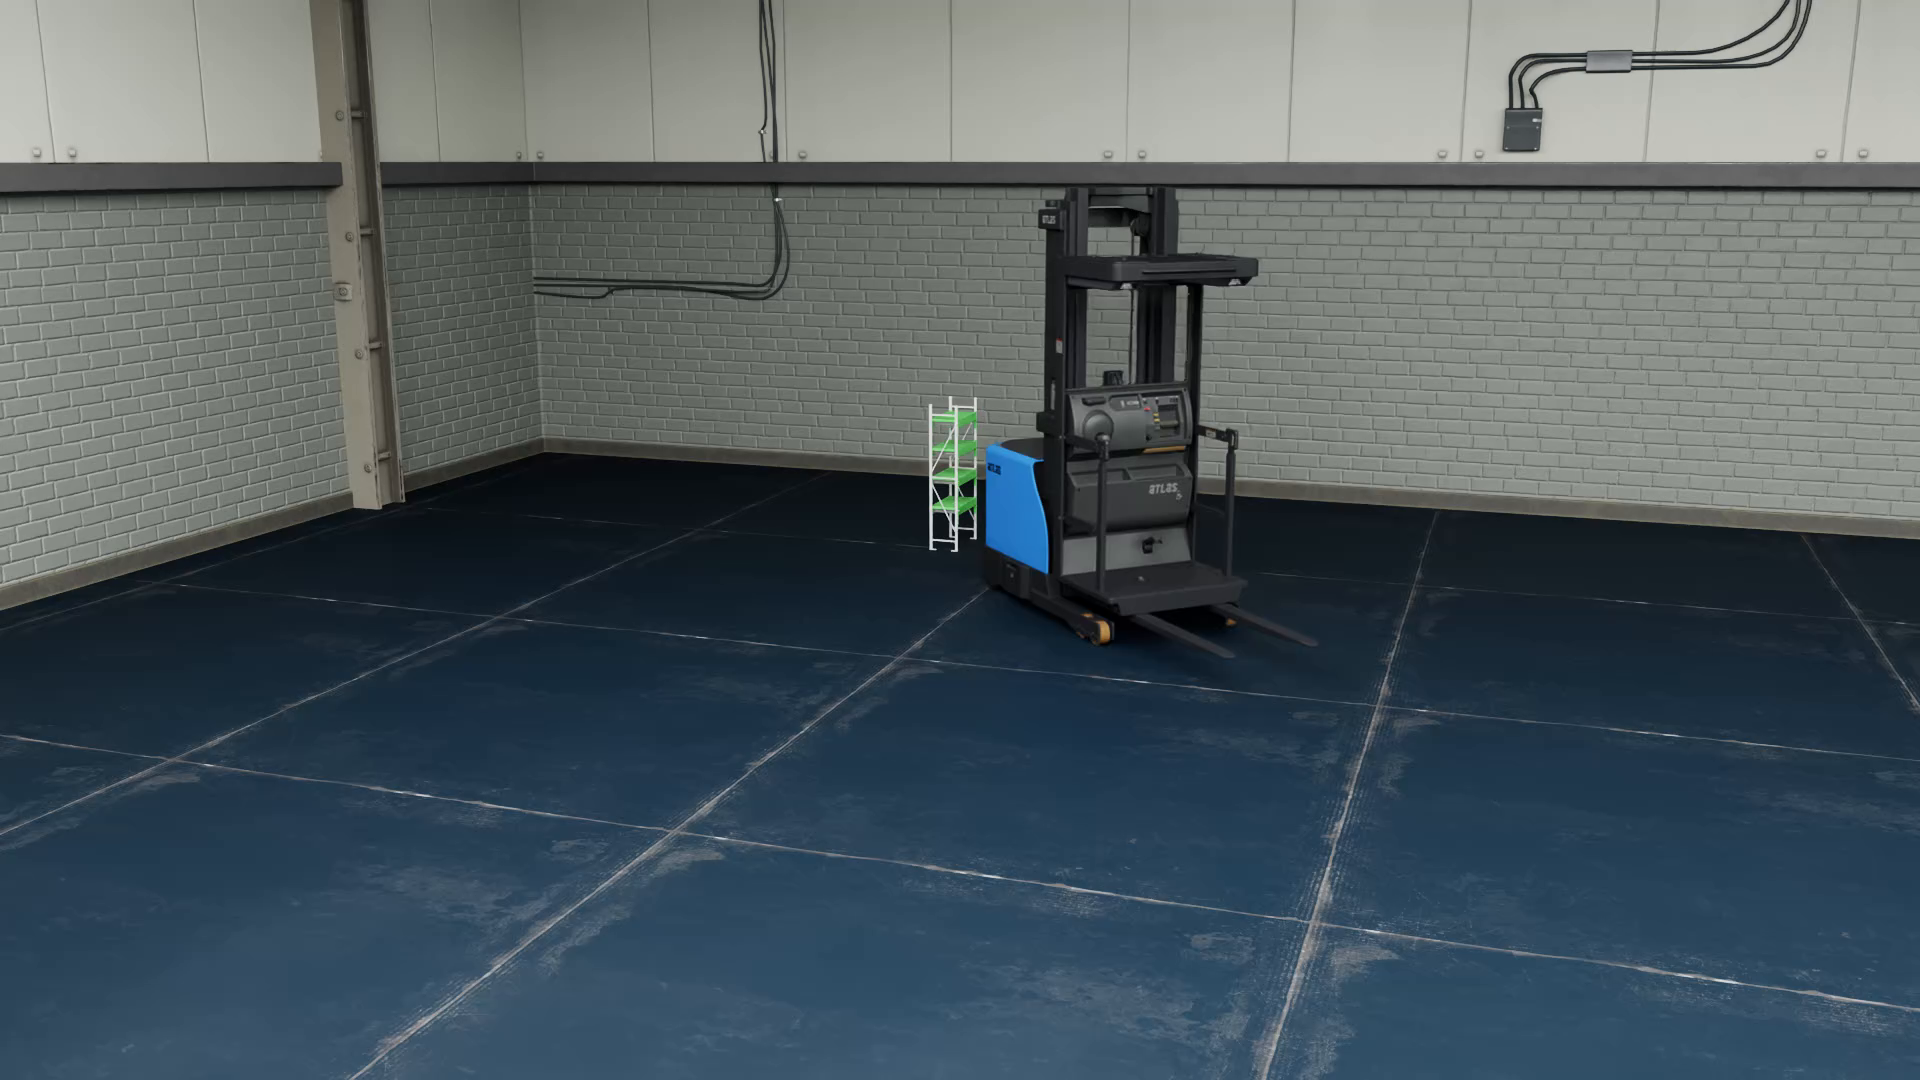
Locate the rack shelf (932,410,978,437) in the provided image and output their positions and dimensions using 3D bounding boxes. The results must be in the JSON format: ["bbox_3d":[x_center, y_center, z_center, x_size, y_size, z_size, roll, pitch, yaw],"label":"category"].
[{"bbox_3d":[-0.054,-0.956,13.609,0.258,0.148,0.480,4,14,18],"label":"rack shelf"}]

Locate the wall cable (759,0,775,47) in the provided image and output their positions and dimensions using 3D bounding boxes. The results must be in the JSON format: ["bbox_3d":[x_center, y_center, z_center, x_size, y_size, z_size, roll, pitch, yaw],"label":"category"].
[{"bbox_3d":[-0.635,-5.997,15.668,3.097,2.526,0.112,4,14,18],"label":"wall cable"}]

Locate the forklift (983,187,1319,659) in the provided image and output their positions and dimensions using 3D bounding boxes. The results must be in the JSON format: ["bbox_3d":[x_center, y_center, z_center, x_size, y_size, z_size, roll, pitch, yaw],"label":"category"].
[{"bbox_3d":[1.256,-0.846,11.107,1.130,2.935,3.031,-6,14,-24],"label":"forklift"}]

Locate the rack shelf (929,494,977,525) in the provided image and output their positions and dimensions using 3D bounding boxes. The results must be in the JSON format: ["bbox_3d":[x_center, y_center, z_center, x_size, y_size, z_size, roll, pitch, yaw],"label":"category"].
[{"bbox_3d":[-0.054,-0.254,13.769,0.258,0.148,0.480,4,14,18],"label":"rack shelf"}]

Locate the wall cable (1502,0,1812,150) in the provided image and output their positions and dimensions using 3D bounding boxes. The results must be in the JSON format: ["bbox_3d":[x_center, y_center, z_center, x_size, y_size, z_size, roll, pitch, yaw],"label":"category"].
[{"bbox_3d":[5.783,-6.215,13.350,2.305,6.003,0.169,4,14,18],"label":"wall cable"}]

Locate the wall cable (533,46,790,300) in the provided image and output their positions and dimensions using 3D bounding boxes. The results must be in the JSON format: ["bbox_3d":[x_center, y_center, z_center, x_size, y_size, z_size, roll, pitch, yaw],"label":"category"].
[{"bbox_3d":[-3.195,-3.730,17.084,3.097,2.526,0.112,4,14,18],"label":"wall cable"}]

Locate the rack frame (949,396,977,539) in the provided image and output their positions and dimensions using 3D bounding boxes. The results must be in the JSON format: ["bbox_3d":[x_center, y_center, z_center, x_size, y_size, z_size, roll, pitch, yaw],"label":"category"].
[{"bbox_3d":[0.025,-0.601,13.927,0.240,1.200,0.015,4,14,18],"label":"rack frame"}]

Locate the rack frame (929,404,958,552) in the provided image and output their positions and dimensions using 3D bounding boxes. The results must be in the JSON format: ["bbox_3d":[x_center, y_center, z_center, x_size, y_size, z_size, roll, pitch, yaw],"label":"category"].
[{"bbox_3d":[-0.133,-0.499,13.477,0.240,1.200,0.015,4,14,18],"label":"rack frame"}]

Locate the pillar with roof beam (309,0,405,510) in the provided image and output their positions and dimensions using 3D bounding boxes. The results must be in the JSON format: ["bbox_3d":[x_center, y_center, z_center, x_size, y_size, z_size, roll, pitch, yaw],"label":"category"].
[{"bbox_3d":[-1.326,-4.408,13.080,9.100,9.000,0.400,4,14,18],"label":"pillar with roof beam"}]

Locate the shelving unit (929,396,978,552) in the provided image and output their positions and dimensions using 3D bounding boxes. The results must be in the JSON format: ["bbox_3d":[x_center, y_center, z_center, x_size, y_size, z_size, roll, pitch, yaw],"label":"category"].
[{"bbox_3d":[-0.054,-0.550,13.702,0.258,1.200,0.503,4,14,18],"label":"shelving unit"}]

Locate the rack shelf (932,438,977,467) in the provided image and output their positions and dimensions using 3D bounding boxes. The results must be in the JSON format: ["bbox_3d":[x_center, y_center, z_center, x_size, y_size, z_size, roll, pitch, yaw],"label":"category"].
[{"bbox_3d":[-0.054,-0.722,13.663,0.258,0.148,0.480,4,14,18],"label":"rack shelf"}]

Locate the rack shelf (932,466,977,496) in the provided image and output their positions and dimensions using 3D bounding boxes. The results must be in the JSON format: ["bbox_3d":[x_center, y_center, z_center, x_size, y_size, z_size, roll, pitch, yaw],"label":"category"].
[{"bbox_3d":[-0.054,-0.488,13.716,0.258,0.148,0.480,4,14,18],"label":"rack shelf"}]
